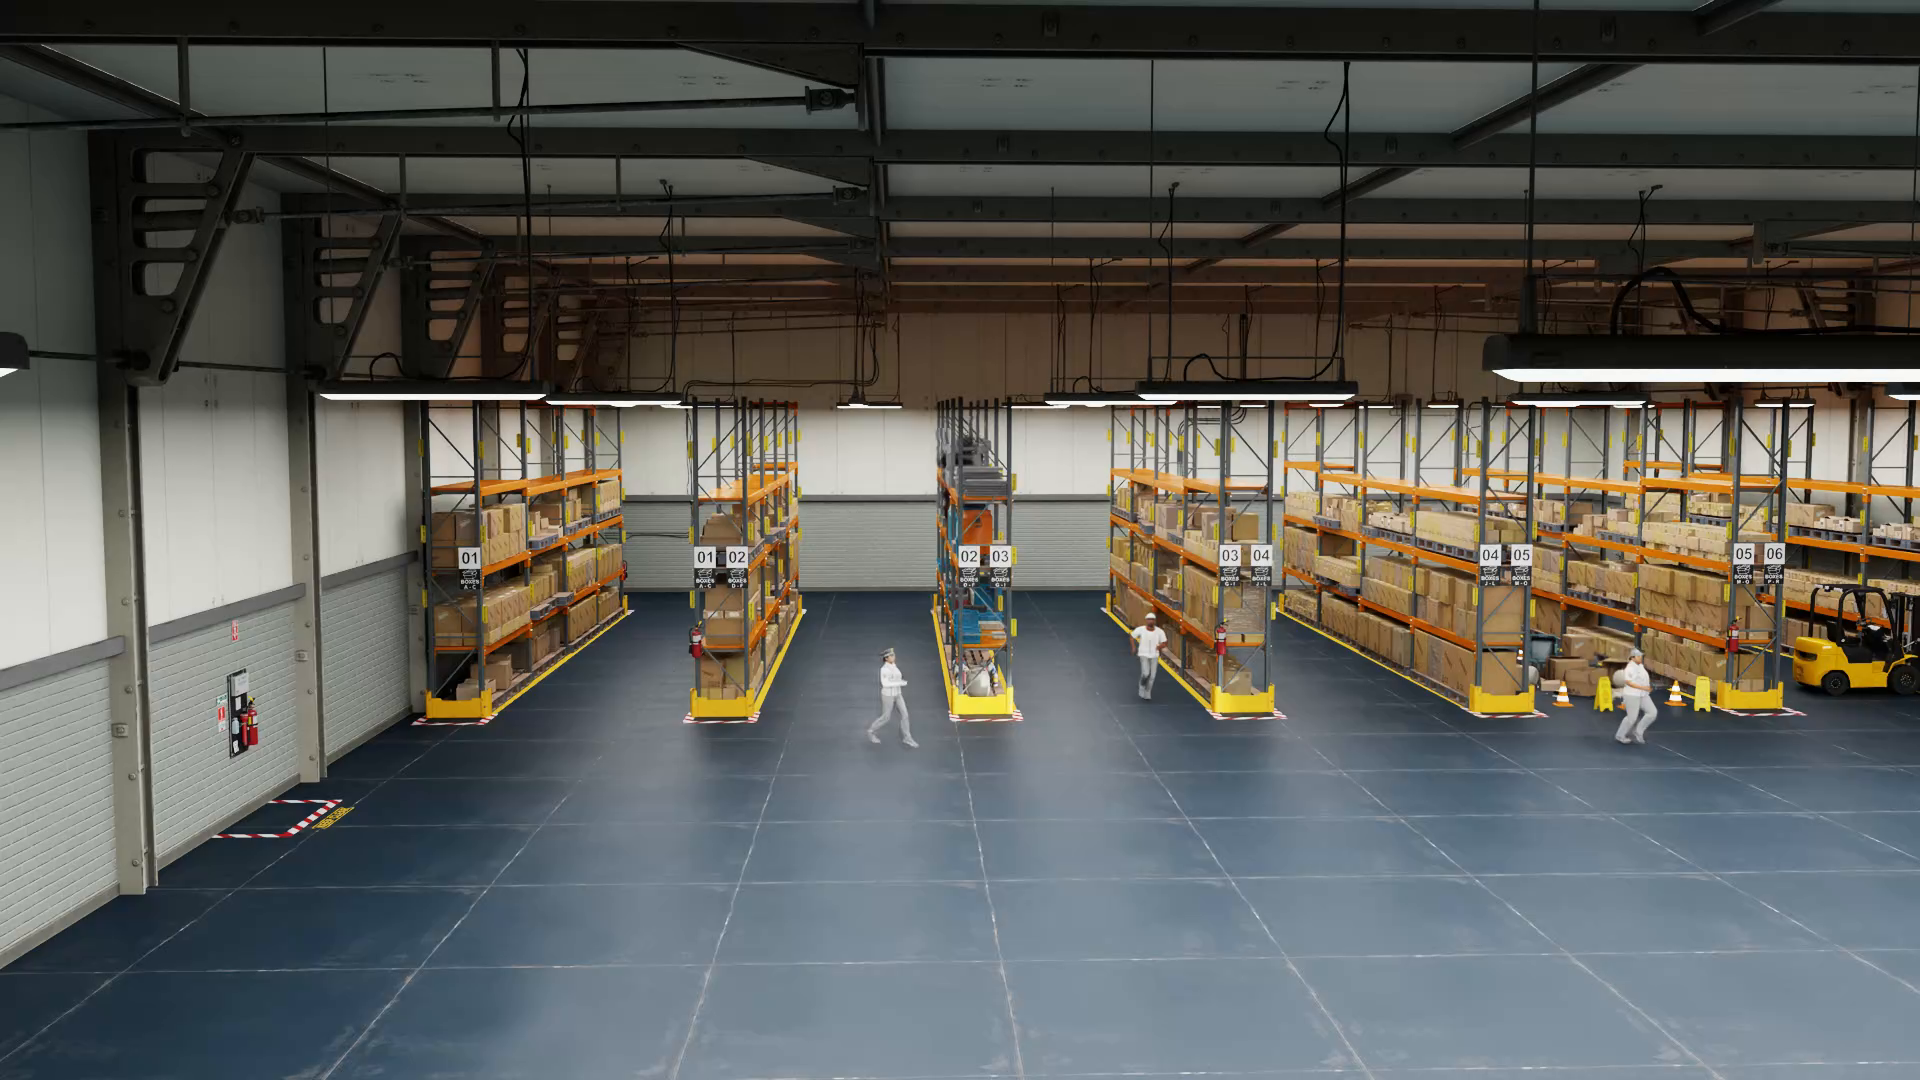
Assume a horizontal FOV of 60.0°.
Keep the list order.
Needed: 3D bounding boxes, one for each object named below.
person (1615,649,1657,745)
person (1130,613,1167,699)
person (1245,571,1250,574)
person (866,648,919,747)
[{"bbox_3d":[11.648,2.700,28.630,0.610,1.663,0.648,-4,6,-40],"label":"person"},{"bbox_3d":[3.753,2.304,32.939,0.696,1.723,0.640,0,4,-6],"label":"person"},{"bbox_3d":[8.013,1.209,48.070,0.544,1.640,0.697,-4,6,-43],"label":"person"},{"bbox_3d":[-1.143,2.684,28.404,0.908,1.683,0.601,2,5,28],"label":"person"}]
